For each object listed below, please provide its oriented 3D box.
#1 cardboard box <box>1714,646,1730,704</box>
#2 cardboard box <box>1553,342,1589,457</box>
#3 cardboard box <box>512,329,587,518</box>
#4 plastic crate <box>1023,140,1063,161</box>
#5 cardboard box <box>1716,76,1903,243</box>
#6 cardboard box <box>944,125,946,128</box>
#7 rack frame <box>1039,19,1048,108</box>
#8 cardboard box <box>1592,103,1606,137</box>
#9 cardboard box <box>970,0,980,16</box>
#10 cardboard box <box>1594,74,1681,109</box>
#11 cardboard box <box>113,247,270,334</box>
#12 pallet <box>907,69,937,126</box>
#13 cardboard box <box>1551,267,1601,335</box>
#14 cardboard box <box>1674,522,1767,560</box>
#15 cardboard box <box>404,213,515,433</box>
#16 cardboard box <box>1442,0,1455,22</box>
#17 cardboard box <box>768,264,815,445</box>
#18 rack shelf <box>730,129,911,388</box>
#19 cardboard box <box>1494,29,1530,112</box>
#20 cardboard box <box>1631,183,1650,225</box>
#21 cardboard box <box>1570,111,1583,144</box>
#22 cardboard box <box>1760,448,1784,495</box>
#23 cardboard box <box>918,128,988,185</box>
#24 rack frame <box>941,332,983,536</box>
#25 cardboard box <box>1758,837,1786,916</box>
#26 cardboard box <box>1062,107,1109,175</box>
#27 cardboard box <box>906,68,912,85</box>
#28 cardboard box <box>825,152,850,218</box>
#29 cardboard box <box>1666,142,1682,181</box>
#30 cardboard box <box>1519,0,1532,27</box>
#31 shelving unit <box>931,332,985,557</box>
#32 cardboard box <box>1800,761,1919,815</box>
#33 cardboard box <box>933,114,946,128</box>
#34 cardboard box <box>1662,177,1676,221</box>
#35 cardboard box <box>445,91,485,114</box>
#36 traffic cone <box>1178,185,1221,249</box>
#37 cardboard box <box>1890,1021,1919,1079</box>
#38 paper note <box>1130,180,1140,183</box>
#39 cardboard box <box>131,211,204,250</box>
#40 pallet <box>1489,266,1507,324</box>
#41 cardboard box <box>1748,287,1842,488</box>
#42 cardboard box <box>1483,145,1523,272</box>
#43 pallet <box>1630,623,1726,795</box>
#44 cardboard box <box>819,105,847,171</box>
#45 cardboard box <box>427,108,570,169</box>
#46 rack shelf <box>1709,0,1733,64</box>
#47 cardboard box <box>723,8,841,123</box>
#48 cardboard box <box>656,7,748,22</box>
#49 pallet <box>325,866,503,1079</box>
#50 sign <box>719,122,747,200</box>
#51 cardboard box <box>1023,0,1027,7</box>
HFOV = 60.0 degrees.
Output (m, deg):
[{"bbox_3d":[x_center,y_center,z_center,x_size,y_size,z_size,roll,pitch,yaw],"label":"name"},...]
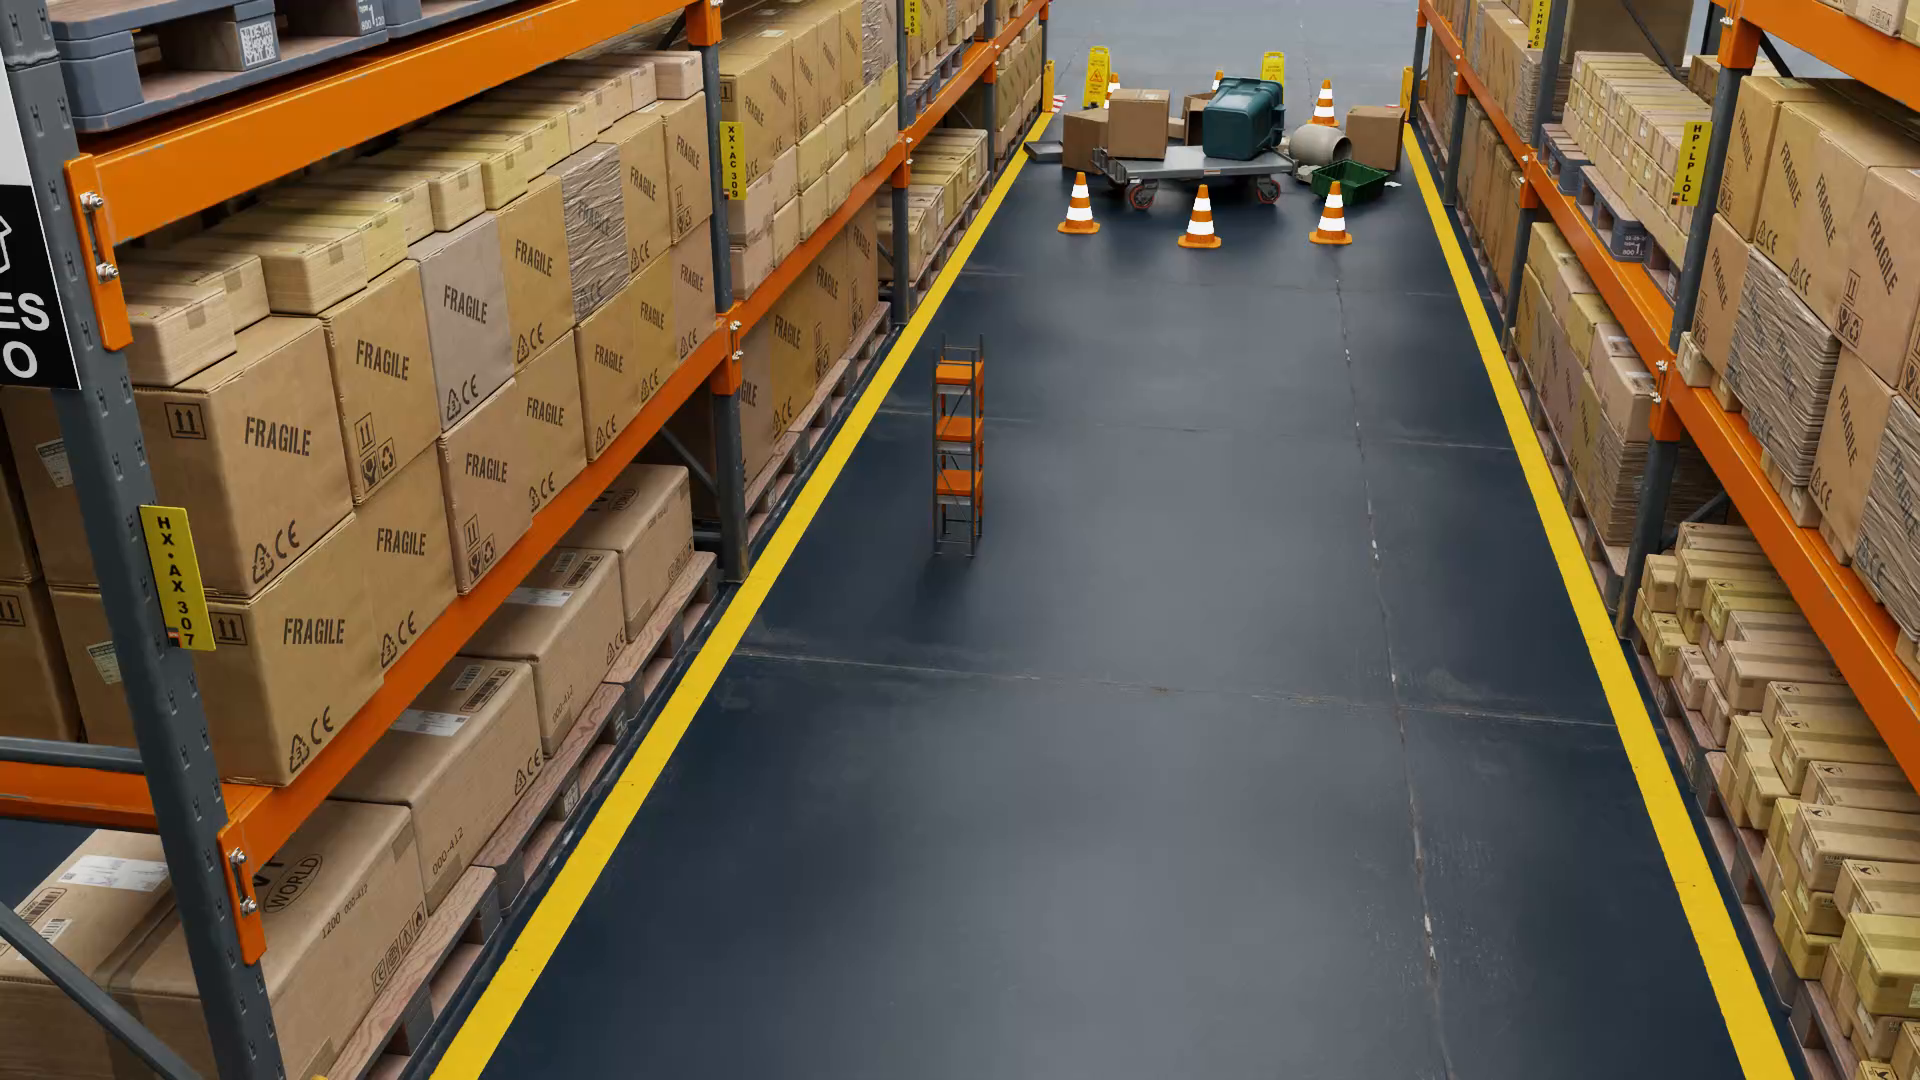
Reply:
[{"bbox_3d":[3.018,0.521,6.116,0.380,0.149,0.250,3,25,6],"label":"cardboard box"},{"bbox_3d":[3.442,-0.718,8.699,0.500,0.500,0.500,3,25,7],"label":"cardboard box"},{"bbox_3d":[-1.573,-0.394,5.435,0.500,0.500,0.500,5,26,10],"label":"cardboard box"},{"bbox_3d":[0.870,-3.828,16.334,0.402,0.080,0.583,-5,25,-10],"label":"plastic crate"},{"bbox_3d":[3.083,-1.365,5.980,0.500,0.500,0.500,5,25,10],"label":"cardboard box"},{"bbox_3d":[-0.364,-3.761,15.496,0.500,0.250,0.500,5,26,11],"label":"cardboard box"},{"bbox_3d":[0.458,-6.224,18.008,1.000,3.000,0.127,4,25,9],"label":"rack frame"},{"bbox_3d":[3.650,-2.269,9.009,0.380,0.149,0.250,4,25,9],"label":"cardboard box"},{"bbox_3d":[-0.124,-4.504,13.371,0.500,0.500,0.500,4,25,9],"label":"cardboard box"},{"bbox_3d":[3.655,-2.417,8.976,0.380,0.149,0.250,3,25,6],"label":"cardboard box"},{"bbox_3d":[-1.853,-0.568,3.862,0.380,0.149,0.250,5,25,10],"label":"cardboard box"},{"bbox_3d":[-0.838,-3.096,11.553,1.213,0.211,1.003,4,25,9],"label":"pallet"},{"bbox_3d":[3.523,-1.285,9.026,0.500,0.250,0.500,4,25,9],"label":"cardboard box"},{"bbox_3d":[3.137,0.057,6.755,0.380,0.149,0.250,5,26,11],"label":"cardboard box"},{"bbox_3d":[-1.643,-0.643,4.789,0.500,0.500,0.500,4,25,8],"label":"cardboard box"},{"bbox_3d":[5.013,-5.151,15.539,0.875,0.550,0.500,4,25,9],"label":"cardboard box"},{"bbox_3d":[-1.340,-1.076,9.021,0.875,0.875,0.875,5,26,10],"label":"cardboard box"},{"bbox_3d":[-1.176,-1.715,9.225,1.077,0.370,4.000,4,25,9],"label":"rack shelf"},{"bbox_3d":[4.024,-3.247,11.531,0.500,0.500,0.500,4,25,8],"label":"cardboard box"},{"bbox_3d":[3.433,-1.595,7.920,0.380,0.149,0.250,3,25,6],"label":"cardboard box"},{"bbox_3d":[3.735,-2.368,9.572,0.380,0.149,0.250,5,26,11],"label":"cardboard box"},{"bbox_3d":[2.912,-0.252,5.546,0.380,0.149,0.250,4,25,9],"label":"cardboard box"},{"bbox_3d":[-0.278,-3.331,14.433,0.950,0.372,0.625,4,25,9],"label":"cardboard box"},{"bbox_3d":[0.011,-0.504,8.089,0.200,1.050,0.008,4,25,9],"label":"rack frame"},{"bbox_3d":[2.766,1.088,5.255,0.380,0.149,0.250,5,25,10],"label":"cardboard box"},{"bbox_3d":[1.322,-3.774,15.719,0.500,0.500,0.500,-20,32,-36],"label":"cardboard box"},{"bbox_3d":[-0.533,-3.193,11.334,0.380,0.149,0.250,2,25,5],"label":"cardboard box"},{"bbox_3d":[-0.897,-1.941,9.035,0.500,0.250,0.500,4,25,8],"label":"cardboard box"},{"bbox_3d":[3.358,-1.652,7.340,0.380,0.149,0.250,3,25,7],"label":"cardboard box"},{"bbox_3d":[4.381,-3.902,11.751,0.700,0.500,0.500,4,25,8],"label":"cardboard box"},{"bbox_3d":[-0.009,-0.453,7.980,0.215,1.050,0.252,4,25,9],"label":"shelving unit"},{"bbox_3d":[2.841,0.820,5.125,0.380,0.149,0.250,3,25,7],"label":"cardboard box"},{"bbox_3d":[-0.363,-4.101,15.337,0.500,0.500,0.500,4,25,8],"label":"cardboard box"},{"bbox_3d":[3.353,-1.509,7.386,0.380,0.149,0.250,5,26,11],"label":"cardboard box"},{"bbox_3d":[-1.938,-1.565,5.992,0.380,0.149,0.250,4,25,8],"label":"cardboard box"},{"bbox_3d":[1.922,-2.596,13.249,0.336,0.463,0.334,4,25,9],"label":"traffic cone"},{"bbox_3d":[2.644,1.389,4.261,0.380,0.149,0.250,3,25,7],"label":"cardboard box"},{"bbox_3d":[1.575,-3.309,15.284,0.148,0.019,0.142,4,25,9],"label":"paper note"},{"bbox_3d":[-2.237,-0.812,4.384,0.380,0.149,0.250,5,25,10],"label":"cardboard box"},{"bbox_3d":[4.254,-1.639,11.502,1.003,0.211,1.213,4,25,9],"label":"pallet"},{"bbox_3d":[2.876,-0.479,5.266,0.500,0.500,0.500,3,25,7],"label":"cardboard box"},{"bbox_3d":[4.379,-2.363,11.918,1.050,0.750,0.750,4,25,9],"label":"cardboard box"},{"bbox_3d":[3.322,0.642,6.629,1.003,0.211,1.213,4,25,9],"label":"pallet"},{"bbox_3d":[-0.906,-2.169,8.932,0.500,0.250,0.500,3,25,7],"label":"cardboard box"},{"bbox_3d":[-1.510,-1.316,5.460,0.380,0.149,0.250,3,25,7],"label":"cardboard box"},{"bbox_3d":[3.724,-2.773,7.947,1.077,0.370,4.000,4,25,9],"label":"rack shelf"},{"bbox_3d":[-0.929,-2.508,8.772,0.500,0.500,0.500,4,25,8],"label":"cardboard box"},{"bbox_3d":[-1.428,-2.552,8.867,0.500,0.500,0.500,4,25,9],"label":"cardboard box"},{"bbox_3d":[-2.103,1.391,5.029,1.003,0.211,1.213,4,25,9],"label":"pallet"},{"bbox_3d":[-0.955,-1.595,7.005,0.100,0.325,0.005,4,25,9],"label":"sign"},{"bbox_3d":[0.468,-5.399,16.542,0.380,0.149,0.250,4,25,8],"label":"cardboard box"}]
